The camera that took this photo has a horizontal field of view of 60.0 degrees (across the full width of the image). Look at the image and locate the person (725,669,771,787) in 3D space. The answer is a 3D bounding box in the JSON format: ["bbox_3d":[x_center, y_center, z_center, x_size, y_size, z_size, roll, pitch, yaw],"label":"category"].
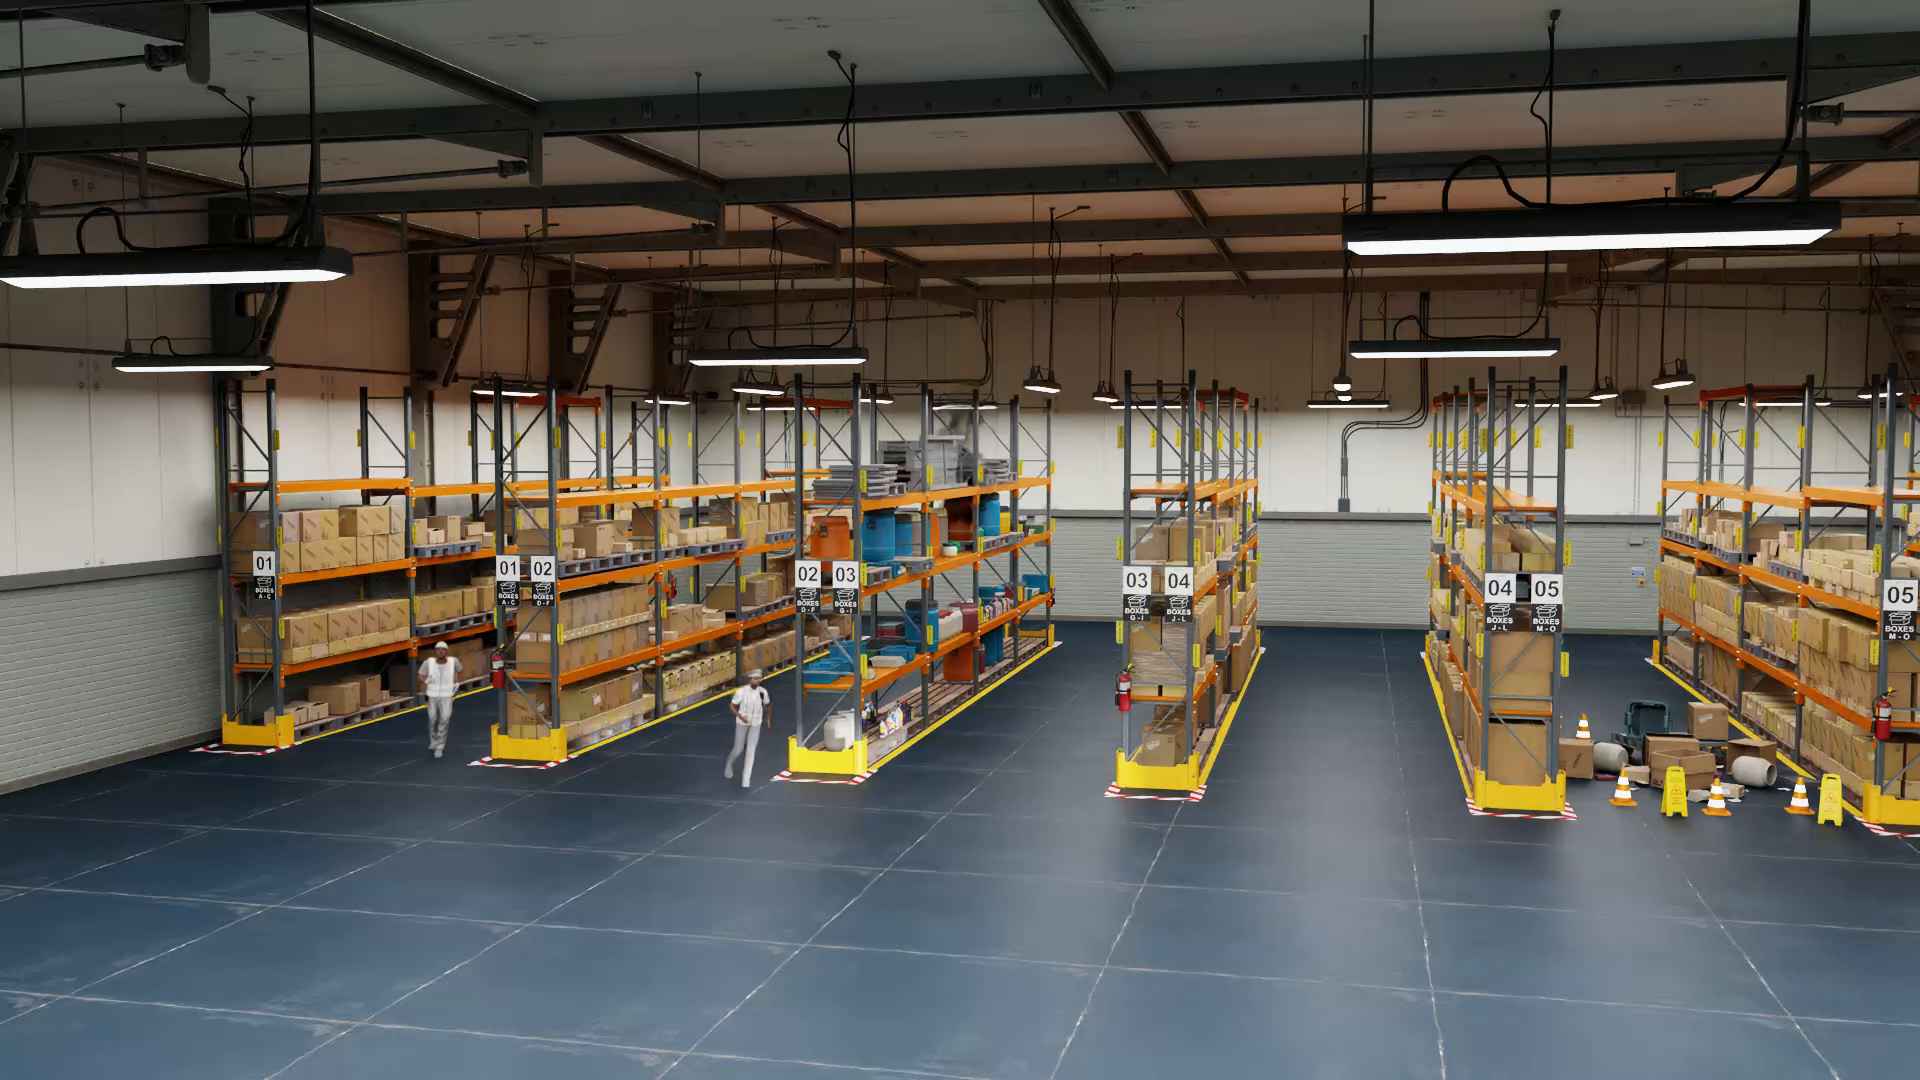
[{"bbox_3d":[-3.069,2.708,24.298,0.640,1.667,0.829,-1,4,-21],"label":"person"}]

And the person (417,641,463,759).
[{"bbox_3d":[-8.283,2.520,26.511,0.702,1.827,0.832,-1,4,-15],"label":"person"}]
